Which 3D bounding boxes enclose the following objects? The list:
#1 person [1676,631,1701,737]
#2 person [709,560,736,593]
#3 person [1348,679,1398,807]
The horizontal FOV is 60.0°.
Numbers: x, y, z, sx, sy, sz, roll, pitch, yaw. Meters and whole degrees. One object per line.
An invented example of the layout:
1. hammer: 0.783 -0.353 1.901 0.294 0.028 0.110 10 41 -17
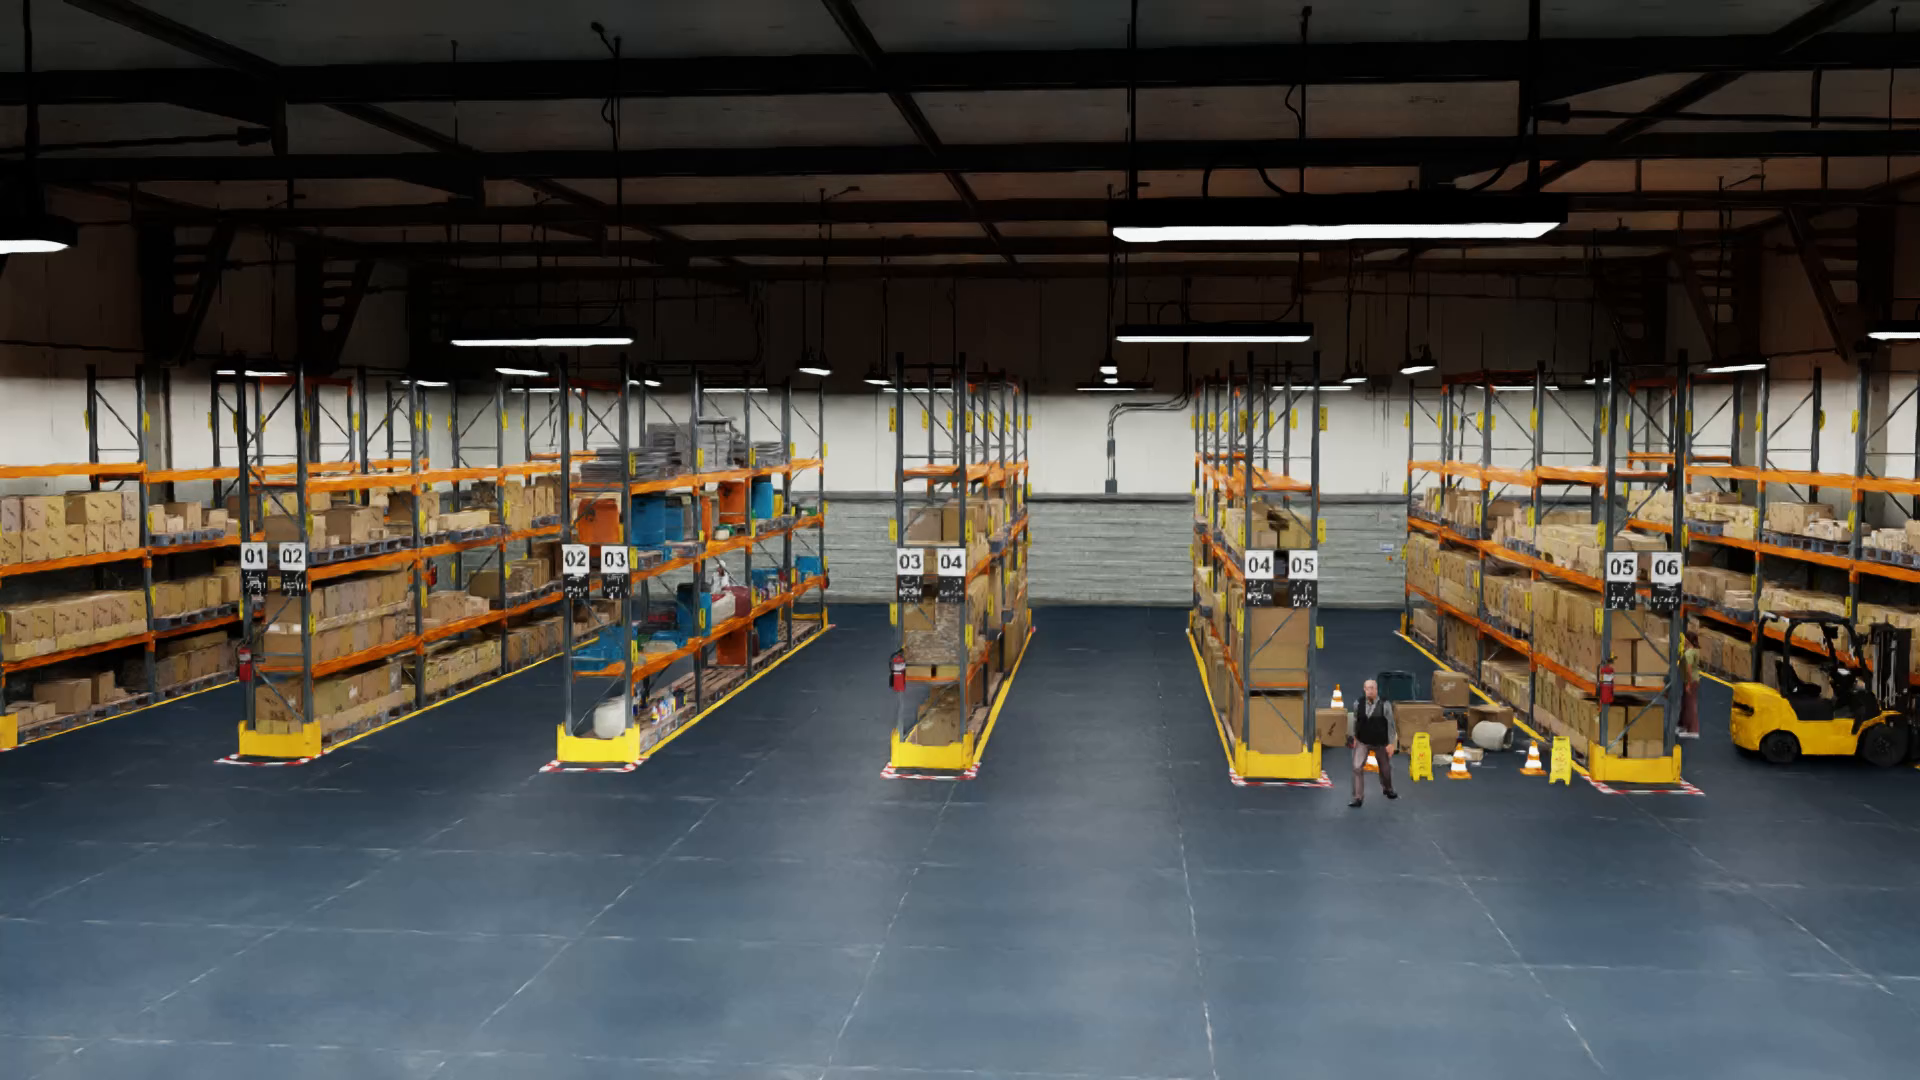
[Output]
1. person: 11.553 2.274 26.445 0.482 1.674 0.492 3 5 36
2. person: -5.660 1.336 39.578 0.677 1.726 0.574 0 4 4
3. person: 5.405 2.631 21.724 0.572 1.669 0.954 2 5 26
